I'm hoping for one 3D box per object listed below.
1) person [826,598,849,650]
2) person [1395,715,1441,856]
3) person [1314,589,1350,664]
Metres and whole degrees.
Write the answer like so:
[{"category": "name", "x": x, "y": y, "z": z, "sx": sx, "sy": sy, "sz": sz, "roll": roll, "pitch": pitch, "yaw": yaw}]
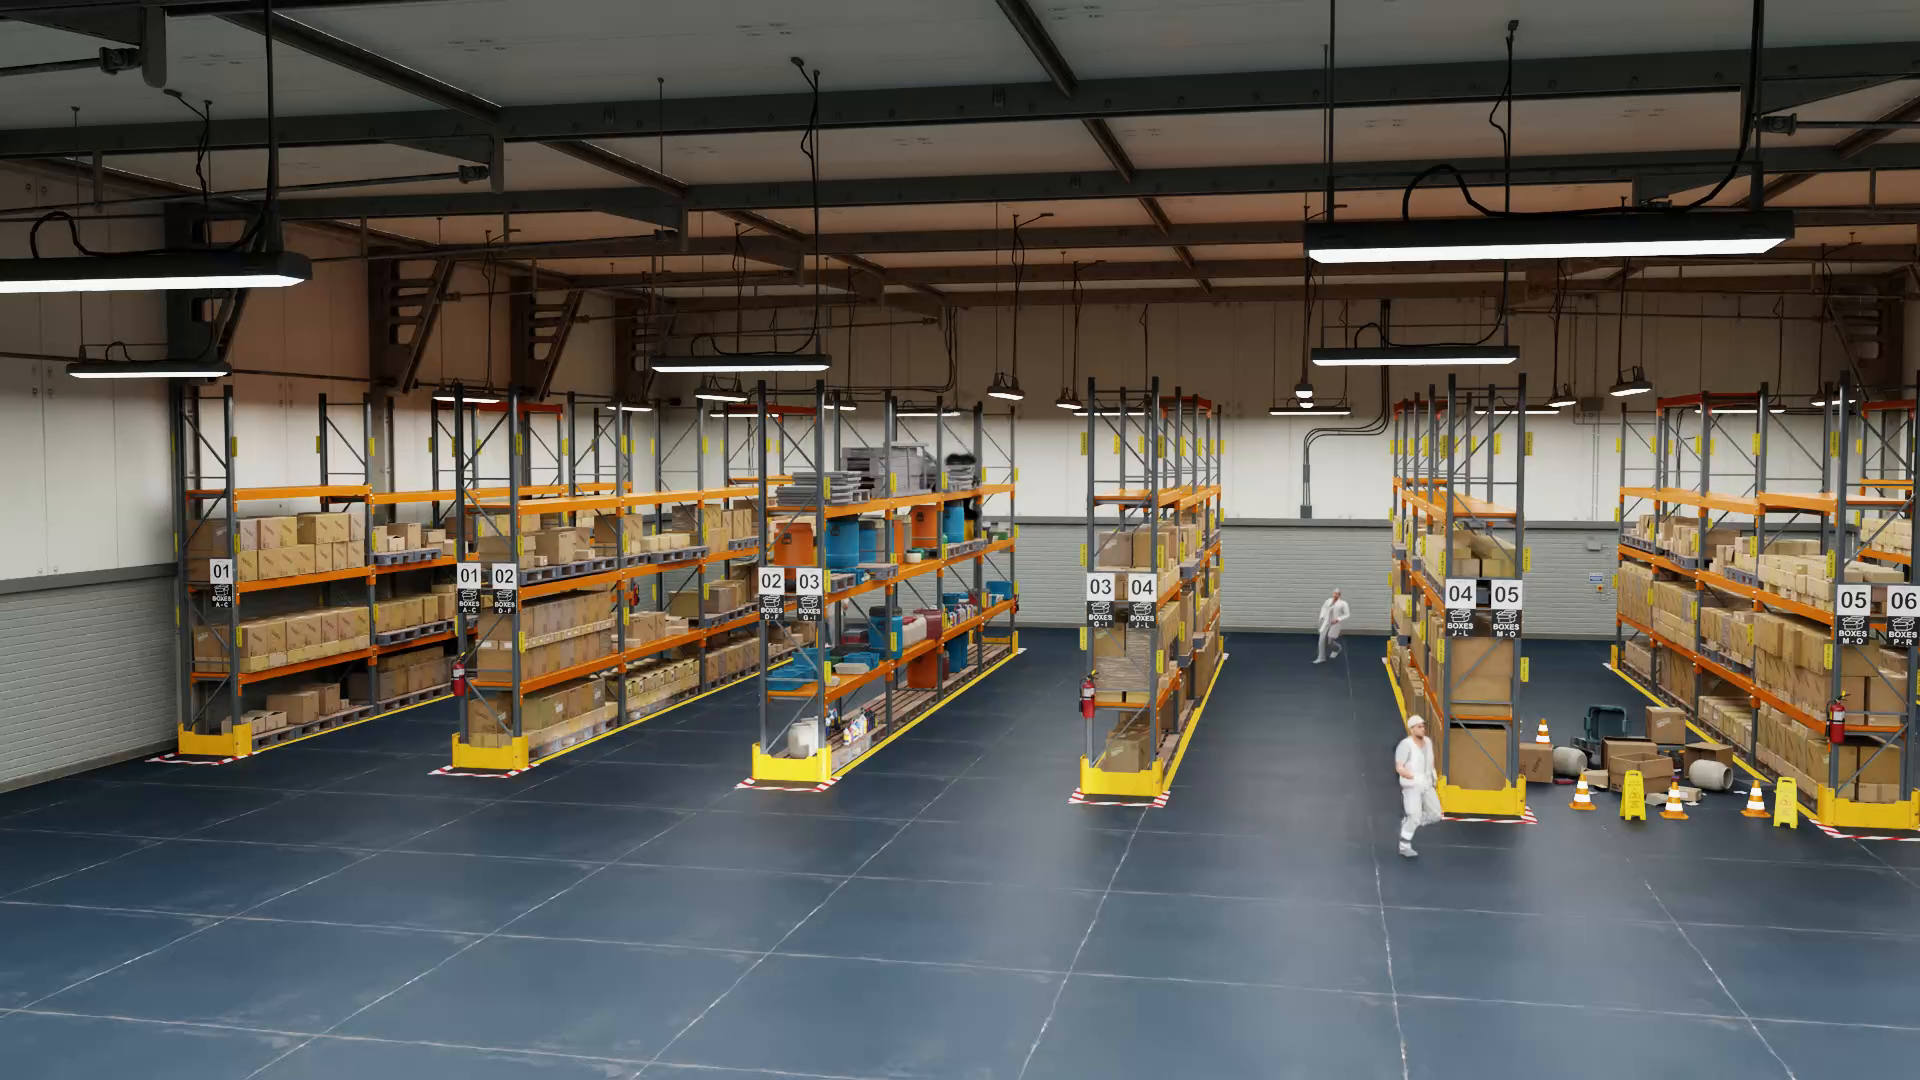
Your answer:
[{"category": "person", "x": -2.848, "y": 1.778, "z": 37.968, "sx": 0.613, "sy": 1.691, "sz": 0.662, "roll": 0, "pitch": 3, "yaw": 8}, {"category": "person", "x": 5.588, "y": 2.999, "z": 20.225, "sx": 0.684, "sy": 1.742, "sz": 0.656, "roll": -2, "pitch": 4, "yaw": -26}, {"category": "person", "x": 8.670, "y": 1.991, "z": 38.529, "sx": 0.755, "sy": 1.731, "sz": 0.866, "roll": 3, "pitch": 4, "yaw": 42}]
